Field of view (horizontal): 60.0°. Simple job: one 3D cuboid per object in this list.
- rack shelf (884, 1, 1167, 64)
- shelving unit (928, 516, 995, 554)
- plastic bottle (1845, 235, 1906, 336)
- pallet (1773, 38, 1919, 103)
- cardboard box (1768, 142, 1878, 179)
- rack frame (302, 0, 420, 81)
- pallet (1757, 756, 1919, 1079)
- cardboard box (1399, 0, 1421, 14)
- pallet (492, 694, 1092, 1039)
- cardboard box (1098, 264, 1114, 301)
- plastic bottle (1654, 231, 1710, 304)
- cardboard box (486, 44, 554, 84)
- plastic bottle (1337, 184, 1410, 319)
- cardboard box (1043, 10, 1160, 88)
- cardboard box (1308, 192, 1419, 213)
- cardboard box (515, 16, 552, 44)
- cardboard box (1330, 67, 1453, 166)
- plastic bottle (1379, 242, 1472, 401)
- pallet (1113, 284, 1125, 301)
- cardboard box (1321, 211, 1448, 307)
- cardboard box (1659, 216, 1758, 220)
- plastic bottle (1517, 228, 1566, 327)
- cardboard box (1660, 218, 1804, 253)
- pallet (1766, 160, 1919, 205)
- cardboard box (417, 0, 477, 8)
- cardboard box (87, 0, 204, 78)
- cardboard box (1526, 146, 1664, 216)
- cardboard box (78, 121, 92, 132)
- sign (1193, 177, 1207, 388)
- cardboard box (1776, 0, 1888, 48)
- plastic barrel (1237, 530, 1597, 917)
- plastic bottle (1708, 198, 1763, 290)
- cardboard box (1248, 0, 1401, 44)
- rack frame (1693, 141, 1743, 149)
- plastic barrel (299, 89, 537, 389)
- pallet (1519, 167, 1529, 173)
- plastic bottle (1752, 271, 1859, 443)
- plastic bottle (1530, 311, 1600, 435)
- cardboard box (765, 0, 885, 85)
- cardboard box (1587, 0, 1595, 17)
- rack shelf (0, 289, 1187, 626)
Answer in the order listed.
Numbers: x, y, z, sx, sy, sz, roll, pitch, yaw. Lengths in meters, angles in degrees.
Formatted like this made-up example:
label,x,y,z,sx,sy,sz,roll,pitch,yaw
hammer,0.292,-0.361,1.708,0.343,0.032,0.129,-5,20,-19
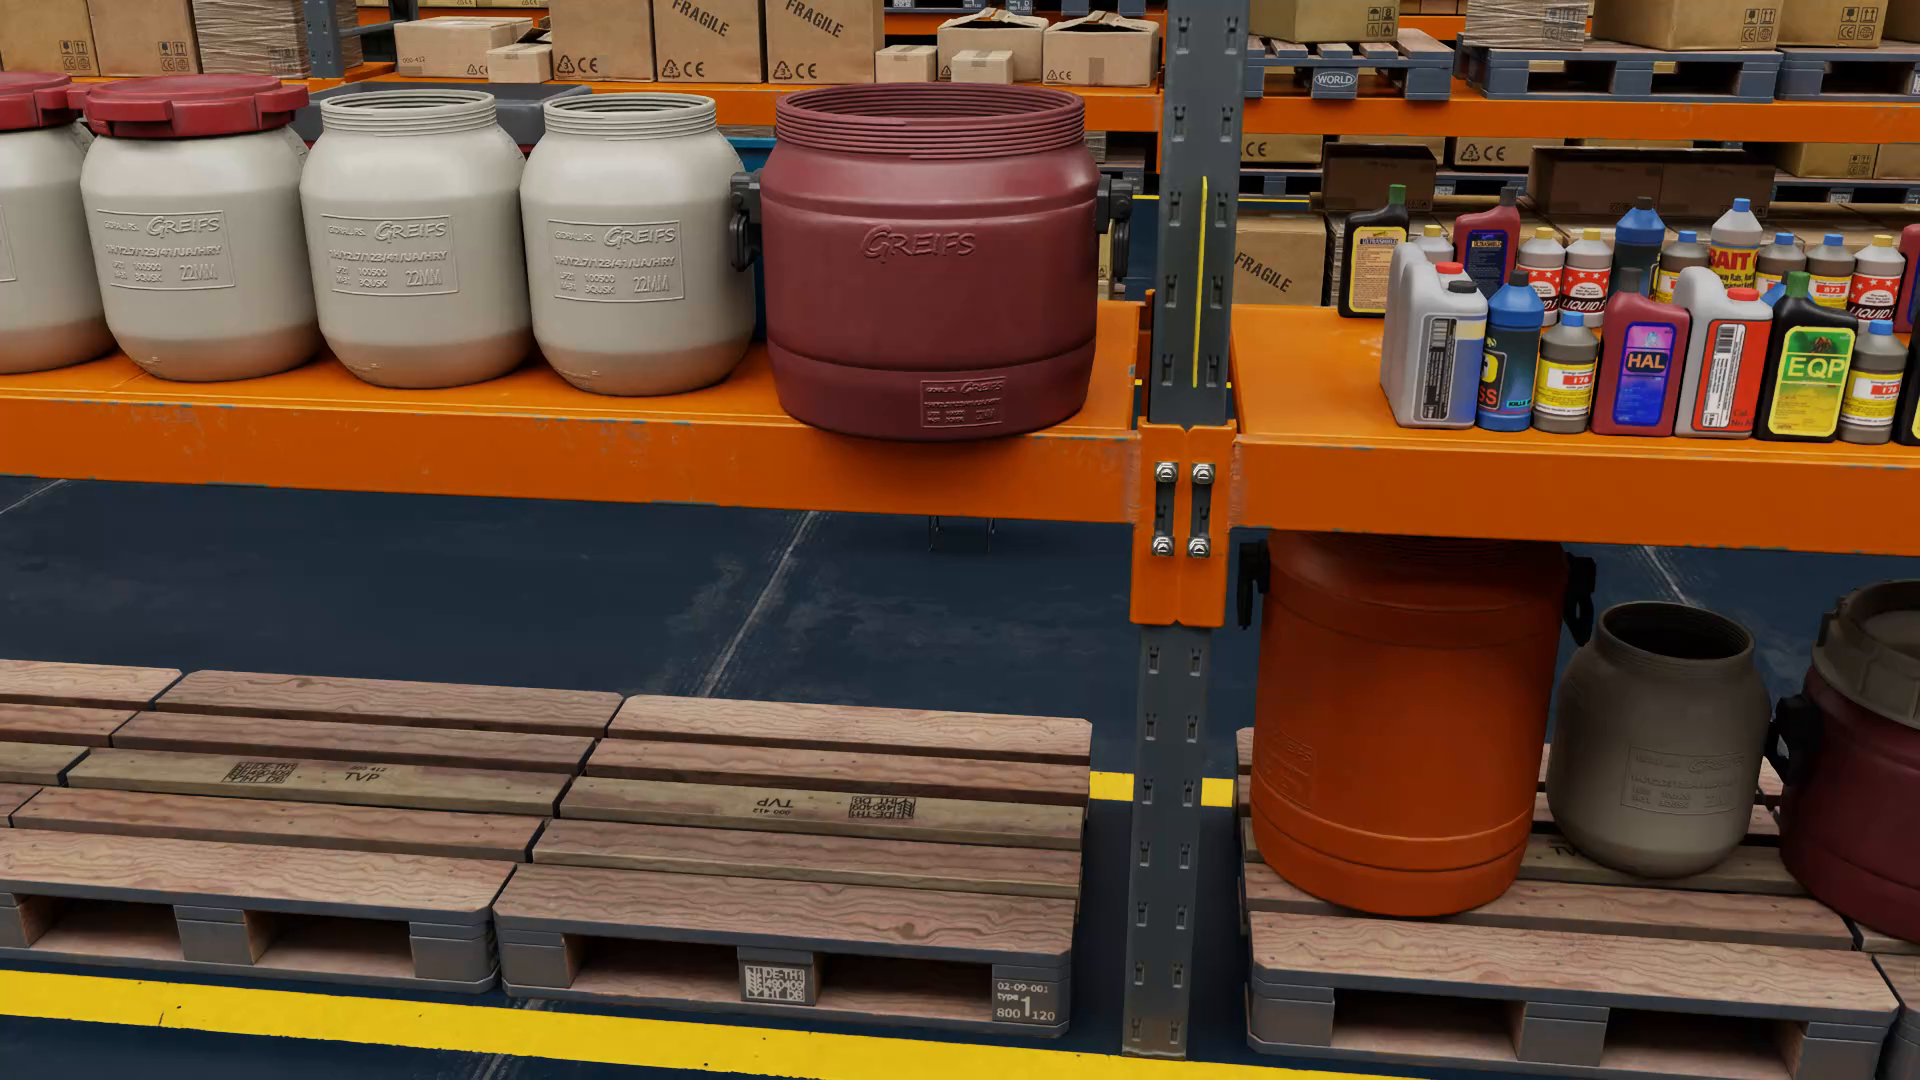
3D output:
label,x,y,z,sx,sy,sz,roll,pitch,yaw
rack shelf,-0.375,-3.910,12.728,4.000,0.370,1.077,2,22,6
shelving unit,0.008,-0.418,5.773,0.210,0.900,0.258,2,22,6
plastic bottle,1.915,-0.536,3.485,0.097,0.201,0.097,0,22,0
pallet,4.223,-2.161,7.588,1.213,0.211,1.003,2,22,6
cardboard box,6.314,-2.948,12.145,0.500,0.500,0.700,3,22,7
rack frame,-2.940,-2.522,8.240,0.127,3.000,1.000,2,22,6
pallet,2.441,0.828,3.557,1.213,0.211,1.003,2,22,6
cardboard box,3.192,-3.906,12.055,0.250,0.149,0.380,3,22,7
pallet,-0.319,0.708,3.862,1.213,0.211,1.003,2,22,6
cardboard box,0.481,-1.200,8.063,0.500,0.250,0.500,3,22,8
plastic bottle,1.529,-0.553,3.528,0.097,0.201,0.097,0,22,0
cardboard box,-2.084,-2.293,8.000,0.250,0.149,0.380,2,22,6
plastic bottle,0.897,-0.625,3.599,0.133,0.283,0.061,2,22,6
cardboard box,0.676,-2.340,7.899,0.500,0.311,0.500,4,22,10
cardboard box,1.988,-1.437,8.295,0.500,0.500,0.500,3,22,8
cardboard box,-2.046,-2.489,8.338,0.258,0.266,0.396,2,22,5
cardboard box,3.195,-3.234,12.392,0.750,0.750,0.750,2,22,6
plastic bottle,0.855,-0.402,3.046,0.135,0.276,0.152,2,22,6
pallet,0.219,-1.102,8.441,1.213,0.211,1.003,2,22,6
cardboard box,1.971,-1.247,7.815,0.500,0.500,0.500,2,22,4
cardboard box,3.526,-1.372,8.131,0.500,0.500,0.500,3,22,7
plastic bottle,1.239,-0.565,3.560,0.097,0.201,0.097,0,22,0
cardboard box,3.493,-1.181,7.650,0.500,0.500,0.500,3,22,7
pallet,6.329,-2.627,12.297,1.213,0.211,1.003,2,22,6
cardboard box,-3.862,-4.221,12.714,0.500,0.250,0.500,2,22,6
cardboard box,-3.906,-2.606,8.316,0.500,0.500,0.700,2,22,6
cardboard box,3.061,-1.742,8.047,0.500,0.250,0.500,2,22,5
cardboard box,-4.854,-1.986,9.032,0.500,0.500,0.500,2,22,6
sign,0.388,-0.416,2.689,0.005,0.325,0.100,2,22,6
cardboard box,3.870,-2.527,7.544,0.500,0.500,0.700,6,22,15
plastic barrel,0.933,0.288,3.512,0.708,0.830,0.600,2,22,6
plastic bottle,1.625,-0.581,3.504,0.097,0.271,0.097,0,22,0
cardboard box,1.671,-2.605,7.742,0.500,0.500,0.700,-5,22,-12
rack frame,5.583,-3.985,11.940,0.127,3.000,1.000,2,22,6
plastic barrel,-1.020,-0.578,3.169,0.421,0.512,0.421,0,22,0
pallet,4.808,-2.694,12.467,1.213,0.211,1.003,2,22,6
plastic bottle,1.424,-0.307,2.796,0.133,0.283,0.061,2,22,6
plastic bottle,1.046,-0.293,2.870,0.097,0.201,0.097,0,22,0
cardboard box,-0.636,-2.462,7.952,0.500,0.500,0.500,1,22,3
cardboard box,4.440,-3.809,11.808,0.250,0.149,0.380,3,22,6
rack shelf,-1.541,-0.293,3.579,4.000,0.370,1.077,2,22,6
